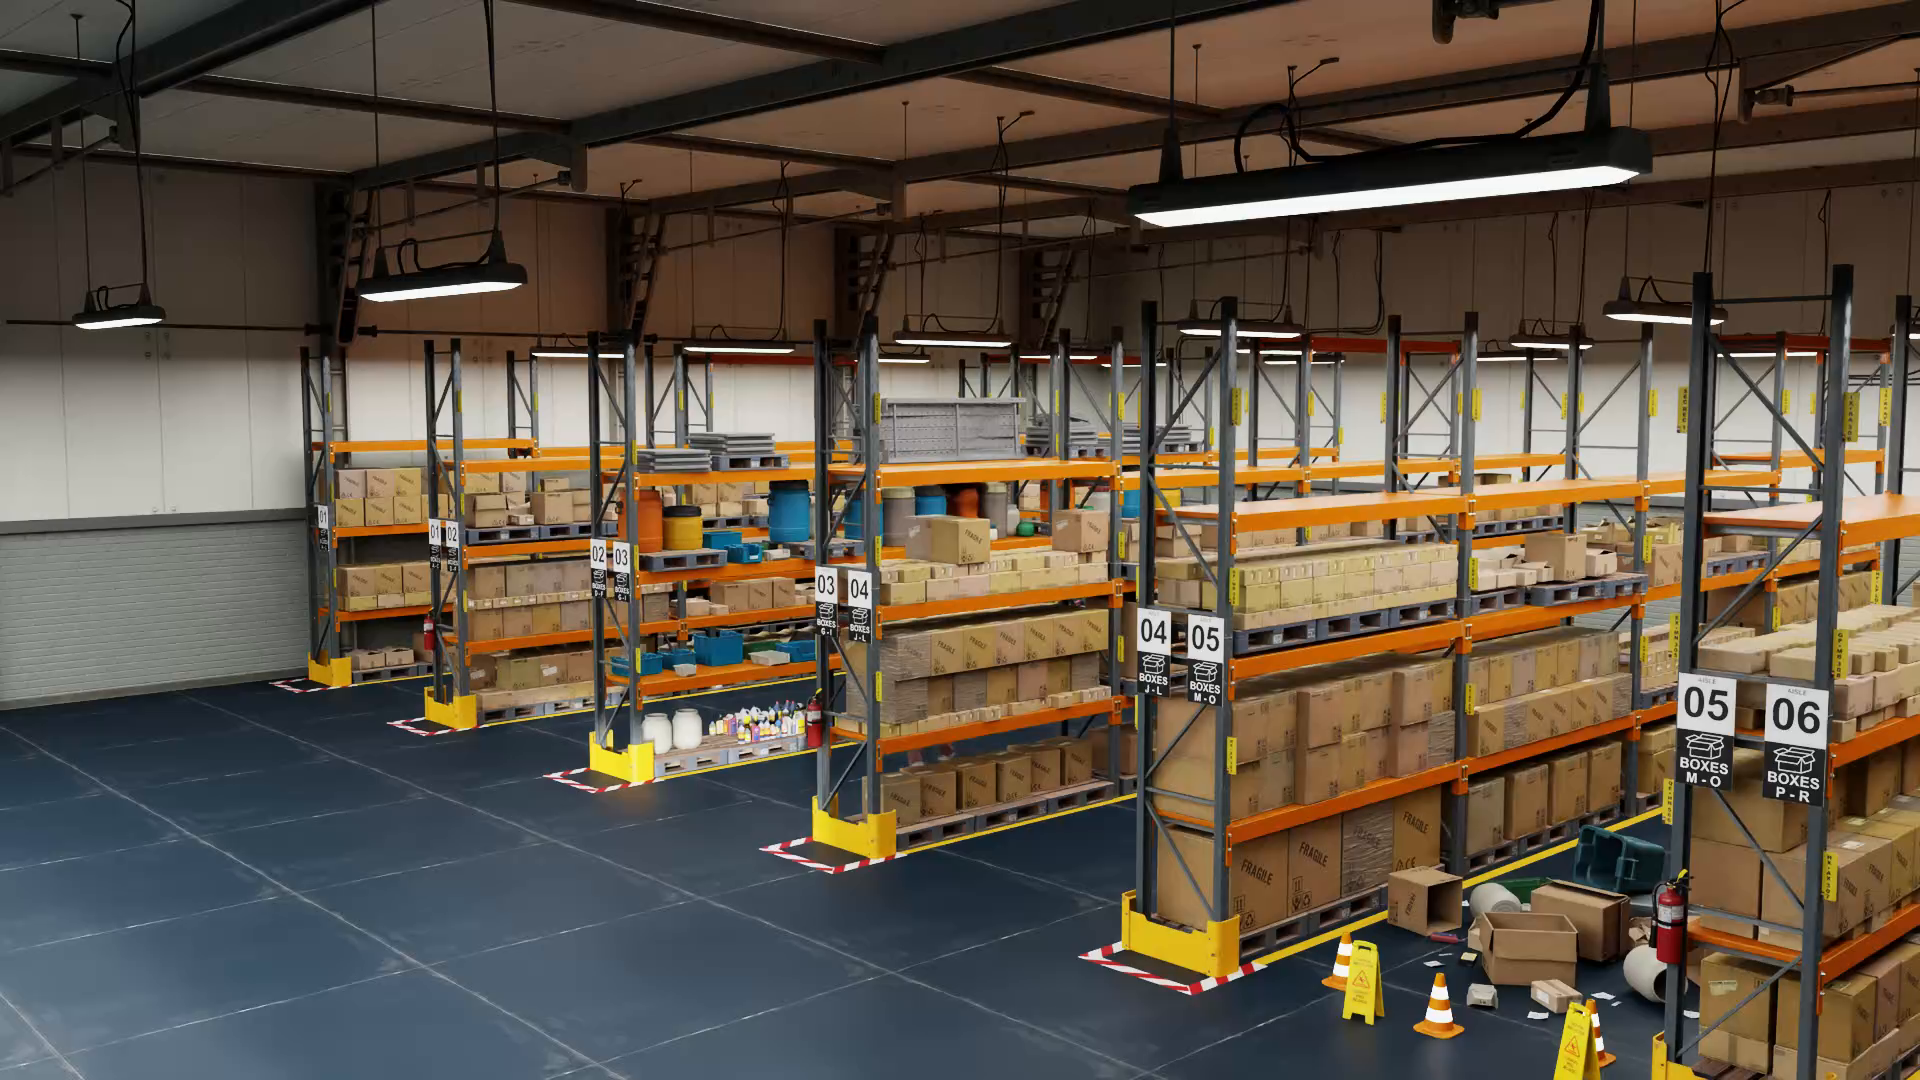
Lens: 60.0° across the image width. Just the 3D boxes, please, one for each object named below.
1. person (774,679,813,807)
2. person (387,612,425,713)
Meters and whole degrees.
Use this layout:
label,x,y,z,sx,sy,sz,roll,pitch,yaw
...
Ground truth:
label,x,y,z,sx,sy,sz,roll,pitch,yaw
person,-2.059,2.531,20.608,0.574,1.630,0.636,4,6,37
person,-8.946,2.001,27.057,0.608,1.694,0.749,2,5,22
